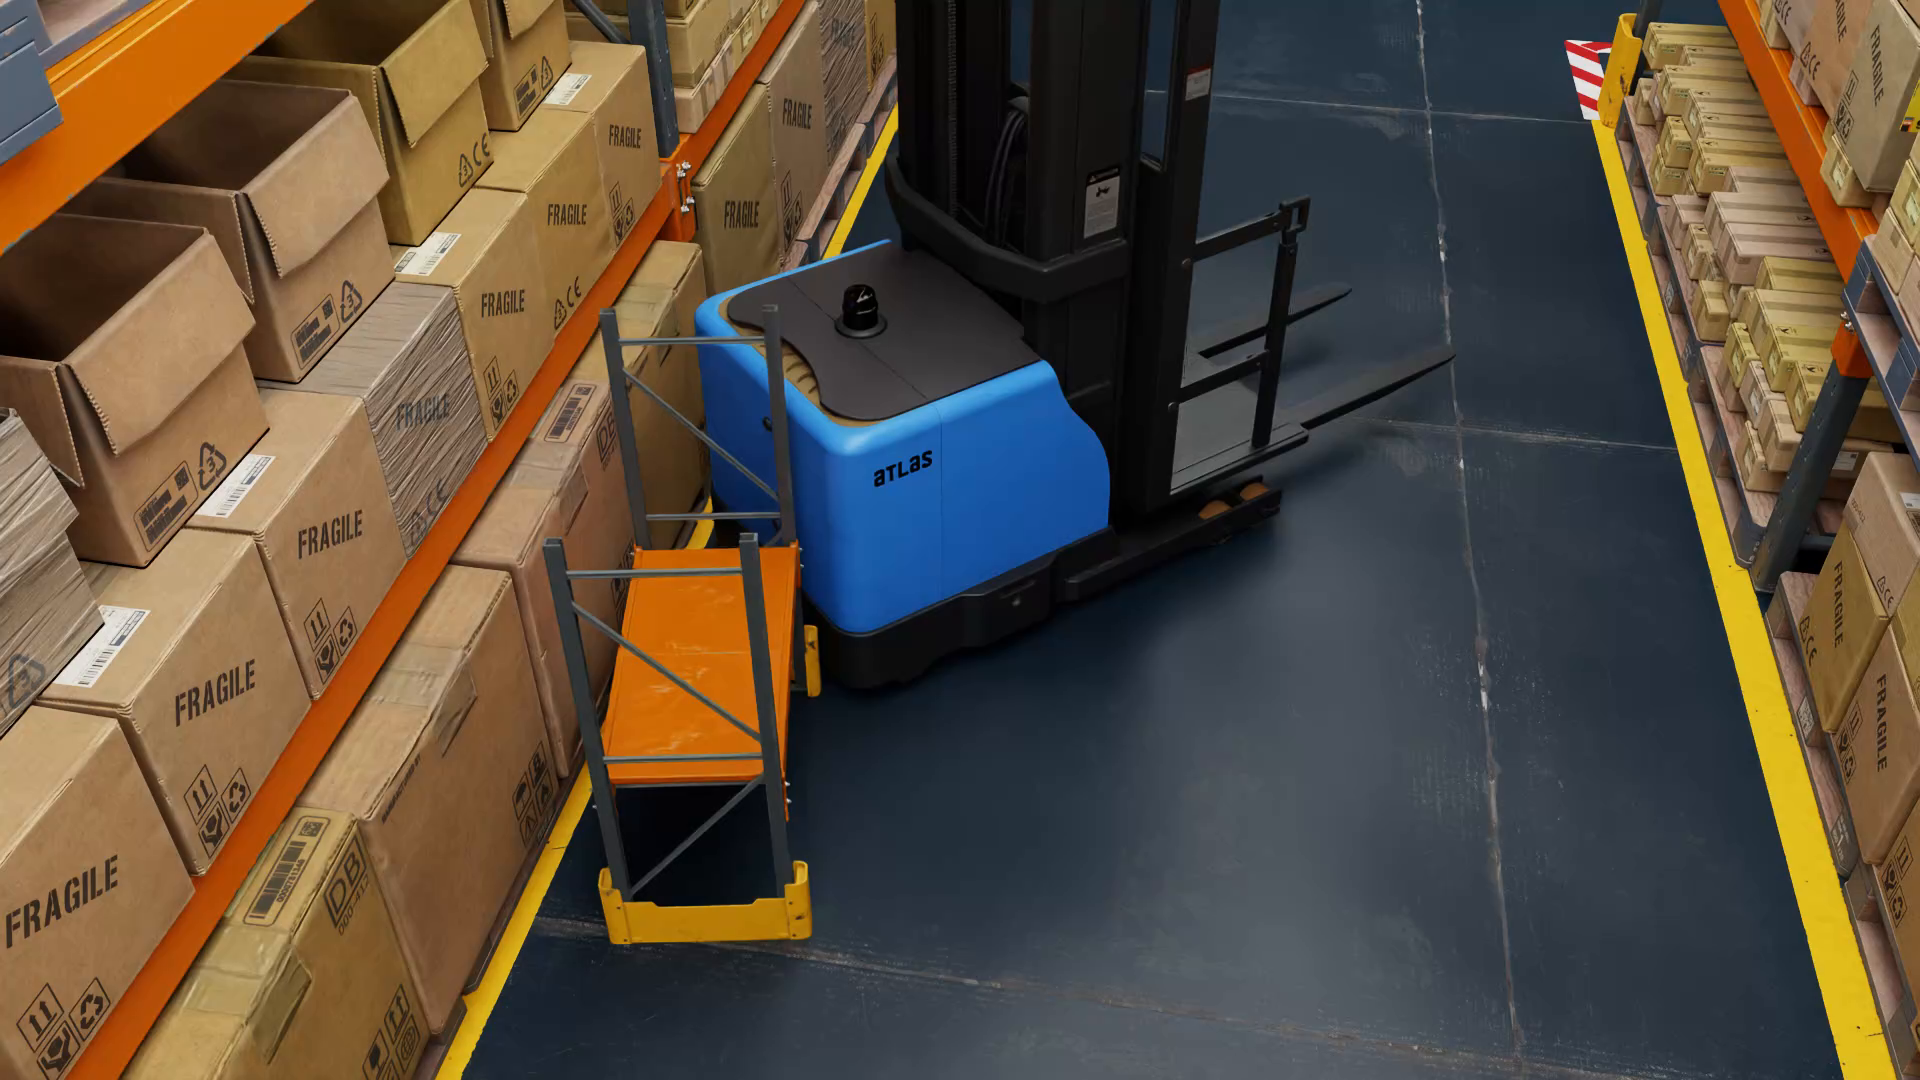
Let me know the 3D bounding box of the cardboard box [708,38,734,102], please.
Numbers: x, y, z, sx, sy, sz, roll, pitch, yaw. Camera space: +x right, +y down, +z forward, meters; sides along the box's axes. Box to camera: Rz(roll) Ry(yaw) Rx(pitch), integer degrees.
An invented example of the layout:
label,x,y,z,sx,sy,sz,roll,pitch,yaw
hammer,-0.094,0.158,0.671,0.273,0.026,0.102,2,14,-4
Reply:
label,x,y,z,sx,sy,sz,roll,pitch,yaw
cardboard box,-1.066,-1.775,6.240,0.380,0.149,0.250,5,40,6

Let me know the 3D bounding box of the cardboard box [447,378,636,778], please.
label,x,y,z,sx,sy,sz,roll,pitch,yaw
cardboard box,-1.735,0.064,5.156,1.225,0.875,0.875,5,40,6

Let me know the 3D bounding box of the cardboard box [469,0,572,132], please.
label,x,y,z,sx,sy,sz,roll,pitch,yaw
cardboard box,-1.593,-1.581,4.942,0.797,0.503,0.637,5,40,7

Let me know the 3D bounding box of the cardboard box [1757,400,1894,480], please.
label,x,y,z,sx,sy,sz,roll,pitch,yaw
cardboard box,3.119,-0.358,6.003,0.380,0.149,0.250,7,40,9

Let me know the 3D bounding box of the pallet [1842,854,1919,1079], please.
label,x,y,z,sx,sy,sz,roll,pitch,yaw
pallet,3.035,1.384,4.410,1.003,0.211,1.213,6,40,8

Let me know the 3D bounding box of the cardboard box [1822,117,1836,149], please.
label,x,y,z,sx,sy,sz,roll,pitch,yaw
cardboard box,3.239,-1.390,5.775,0.380,0.149,0.250,8,40,9

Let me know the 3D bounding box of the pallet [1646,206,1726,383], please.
label,x,y,z,sx,sy,sz,roll,pitch,yaw
pallet,3.668,-1.066,7.374,1.003,0.211,1.213,6,40,8

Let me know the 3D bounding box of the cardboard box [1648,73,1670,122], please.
label,x,y,z,sx,sy,sz,roll,pitch,yaw
cardboard box,3.623,-2.169,8.194,0.380,0.149,0.250,6,40,7

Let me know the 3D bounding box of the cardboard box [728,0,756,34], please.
label,x,y,z,sx,sy,sz,roll,pitch,yaw
cardboard box,-1.060,-2.192,6.432,0.500,0.250,0.500,6,40,7

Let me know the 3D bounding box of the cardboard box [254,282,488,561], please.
label,x,y,z,sx,sy,sz,roll,pitch,yaw
cardboard box,-1.570,-0.320,4.205,0.500,0.500,0.500,7,40,8

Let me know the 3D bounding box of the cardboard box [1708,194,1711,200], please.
label,x,y,z,sx,sy,sz,roll,pitch,yaw
cardboard box,3.558,-1.505,7.391,0.380,0.149,0.250,8,40,10

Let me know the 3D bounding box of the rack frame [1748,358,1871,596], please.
label,x,y,z,sx,sy,sz,roll,pitch,yaw
rack frame,3.377,-0.947,5.042,1.000,3.000,0.127,6,40,8

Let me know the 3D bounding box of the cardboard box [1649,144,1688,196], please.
label,x,y,z,sx,sy,sz,roll,pitch,yaw
cardboard box,3.511,-1.749,7.919,0.380,0.149,0.250,7,40,8

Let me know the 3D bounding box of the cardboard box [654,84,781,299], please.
label,x,y,z,sx,sy,sz,roll,pitch,yaw
cardboard box,-1.297,-1.306,6.813,0.875,0.875,0.875,6,40,8

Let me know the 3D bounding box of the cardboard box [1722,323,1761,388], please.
label,x,y,z,sx,sy,sz,roll,pitch,yaw
cardboard box,3.182,-0.699,6.416,0.380,0.149,0.250,5,40,6

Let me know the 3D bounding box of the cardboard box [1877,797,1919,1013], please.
label,x,y,z,sx,sy,sz,roll,pitch,yaw
cardboard box,2.821,0.951,4.378,0.500,0.500,0.500,7,40,8

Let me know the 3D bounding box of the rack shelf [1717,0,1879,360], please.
label,x,y,z,sx,sy,sz,roll,pitch,yaw
rack shelf,3.724,-1.925,6.789,1.077,0.370,4.000,6,40,8

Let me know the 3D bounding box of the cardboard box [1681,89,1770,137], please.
label,x,y,z,sx,sy,sz,roll,pitch,yaw
cardboard box,3.584,-1.964,7.712,0.380,0.149,0.250,5,40,5

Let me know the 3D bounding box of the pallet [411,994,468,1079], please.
label,x,y,z,sx,sy,sz,roll,pitch,yaw
pallet,-1.972,1.541,4.221,1.003,0.211,1.213,6,40,8

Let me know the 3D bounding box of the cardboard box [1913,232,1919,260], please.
label,x,y,z,sx,sy,sz,roll,pitch,yaw
cardboard box,2.813,-0.768,4.459,0.380,0.149,0.250,6,40,7

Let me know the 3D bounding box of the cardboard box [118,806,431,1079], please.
label,x,y,z,sx,sy,sz,roll,pitch,yaw
cardboard box,-2.042,1.179,3.808,1.225,0.875,0.875,5,40,6

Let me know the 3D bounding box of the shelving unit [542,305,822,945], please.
label,x,y,z,sx,sy,sz,roll,pitch,yaw
shelving unit,-0.746,0.247,4.774,0.587,1.500,1.083,-1,40,-2

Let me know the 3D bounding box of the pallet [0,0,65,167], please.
label,x,y,z,sx,sy,sz,roll,pitch,yaw
pallet,-2.123,-0.541,2.344,1.213,0.211,1.003,8,40,10

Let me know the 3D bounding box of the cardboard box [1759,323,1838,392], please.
label,x,y,z,sx,sy,sz,roll,pitch,yaw
cardboard box,3.188,-0.656,6.131,0.380,0.149,0.250,7,40,8

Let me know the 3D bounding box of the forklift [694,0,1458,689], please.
label,x,y,z,sx,sy,sz,roll,pitch,yaw
forklift,0.607,-1.367,5.604,3.031,2.935,1.130,-23,45,-26

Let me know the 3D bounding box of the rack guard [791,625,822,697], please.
label,x,y,z,sx,sy,sz,roll,pitch,yaw
rack guard,-0.764,0.412,5.556,0.587,0.250,0.087,-1,40,-2

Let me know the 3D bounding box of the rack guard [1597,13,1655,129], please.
label,x,y,z,sx,sy,sz,roll,pitch,yaw
rack guard,4.056,-2.447,8.817,1.175,0.500,0.348,6,40,8

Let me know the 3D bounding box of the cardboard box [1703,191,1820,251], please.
label,x,y,z,sx,sy,sz,roll,pitch,yaw
cardboard box,3.336,-1.318,6.931,0.380,0.149,0.250,5,40,6

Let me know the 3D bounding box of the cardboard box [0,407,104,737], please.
label,x,y,z,sx,sy,sz,roll,pitch,yaw
cardboard box,-2.040,0.070,2.945,0.797,0.503,0.637,8,40,9

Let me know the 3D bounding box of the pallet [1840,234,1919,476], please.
label,x,y,z,sx,sy,sz,roll,pitch,yaw
pallet,3.102,-0.410,4.542,1.003,0.211,1.213,6,40,8

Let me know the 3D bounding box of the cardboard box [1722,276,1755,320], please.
label,x,y,z,sx,sy,sz,roll,pitch,yaw
cardboard box,3.347,-1.008,6.789,0.380,0.149,0.250,7,40,9

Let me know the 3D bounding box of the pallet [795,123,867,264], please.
label,x,y,z,sx,sy,sz,roll,pitch,yaw
pallet,-1.073,-1.719,8.164,1.003,0.211,1.213,6,40,8

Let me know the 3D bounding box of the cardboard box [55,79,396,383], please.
label,x,y,z,sx,sy,sz,roll,pitch,yaw
cardboard box,-1.815,-0.760,3.949,0.797,0.503,0.637,8,40,9

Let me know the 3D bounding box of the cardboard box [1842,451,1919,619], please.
label,x,y,z,sx,sy,sz,roll,pitch,yaw
cardboard box,2.989,0.000,4.940,0.500,0.250,0.500,5,40,6

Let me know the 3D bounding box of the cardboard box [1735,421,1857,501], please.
label,x,y,z,sx,sy,sz,roll,pitch,yaw
cardboard box,3.110,-0.294,6.159,0.380,0.149,0.250,7,40,8

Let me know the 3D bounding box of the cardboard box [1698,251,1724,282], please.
label,x,y,z,sx,sy,sz,roll,pitch,yaw
cardboard box,3.400,-1.100,7.134,0.380,0.149,0.250,7,40,9

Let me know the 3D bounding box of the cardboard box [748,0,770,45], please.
label,x,y,z,sx,sy,sz,roll,pitch,yaw
cardboard box,-0.977,-2.105,6.639,0.380,0.149,0.250,5,40,6

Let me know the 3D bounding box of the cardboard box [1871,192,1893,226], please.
label,x,y,z,sx,sy,sz,roll,pitch,yaw
cardboard box,3.196,-1.056,5.370,0.380,0.149,0.250,6,40,7

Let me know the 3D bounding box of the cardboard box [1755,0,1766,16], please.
label,x,y,z,sx,sy,sz,roll,pitch,yaw
cardboard box,3.471,-2.209,6.765,0.380,0.149,0.250,8,40,9

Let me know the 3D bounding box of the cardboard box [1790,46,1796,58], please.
label,x,y,z,sx,sy,sz,roll,pitch,yaw
cardboard box,3.422,-1.877,6.364,0.380,0.149,0.250,6,40,7

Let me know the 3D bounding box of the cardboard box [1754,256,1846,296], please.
label,x,y,z,sx,sy,sz,roll,pitch,yaw
cardboard box,3.346,-0.968,6.507,0.380,0.149,0.250,8,40,9

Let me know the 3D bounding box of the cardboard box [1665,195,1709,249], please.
label,x,y,z,sx,sy,sz,roll,pitch,yaw
cardboard box,3.432,-1.432,7.535,0.380,0.149,0.250,5,40,6

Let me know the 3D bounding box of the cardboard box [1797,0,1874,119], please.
label,x,y,z,sx,sy,sz,roll,pitch,yaw
cardboard box,3.274,-1.761,5.714,0.500,0.500,0.500,5,40,6

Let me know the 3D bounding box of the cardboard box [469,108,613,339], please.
label,x,y,z,sx,sy,sz,roll,pitch,yaw
cardboard box,-1.395,-0.963,4.982,0.500,0.500,0.500,8,40,9

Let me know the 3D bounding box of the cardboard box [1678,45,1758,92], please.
label,x,y,z,sx,sy,sz,roll,pitch,yaw
cardboard box,3.715,-2.272,8.085,0.380,0.149,0.250,7,40,8

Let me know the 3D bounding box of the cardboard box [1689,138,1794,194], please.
label,x,y,z,sx,sy,sz,roll,pitch,yaw
cardboard box,3.436,-1.631,7.309,0.380,0.149,0.250,7,40,8

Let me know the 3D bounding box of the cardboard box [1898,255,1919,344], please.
label,x,y,z,sx,sy,sz,roll,pitch,yaw
cardboard box,2.814,-0.641,4.539,0.380,0.149,0.250,7,40,8

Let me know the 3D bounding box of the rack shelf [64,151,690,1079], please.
label,x,y,z,sx,sy,sz,roll,pitch,yaw
rack shelf,-1.836,-0.025,4.491,1.077,0.370,4.000,6,40,8

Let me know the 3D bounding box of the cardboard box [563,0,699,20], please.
label,x,y,z,sx,sy,sz,roll,pitch,yaw
cardboard box,-1.156,-2.176,5.823,0.500,0.500,0.500,6,40,8

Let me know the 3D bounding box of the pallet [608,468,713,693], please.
label,x,y,z,sx,sy,sz,roll,pitch,yaw
pallet,-1.550,0.010,6.073,1.003,0.211,1.213,6,40,8

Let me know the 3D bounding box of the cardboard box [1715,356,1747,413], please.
label,x,y,z,sx,sy,sz,roll,pitch,yaw
cardboard box,3.219,-0.621,6.555,0.380,0.149,0.250,5,40,6

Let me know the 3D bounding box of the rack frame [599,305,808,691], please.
label,x,y,z,sx,sy,sz,roll,pitch,yaw
rack frame,-0.764,-0.071,5.159,0.500,1.500,0.032,-1,40,-2

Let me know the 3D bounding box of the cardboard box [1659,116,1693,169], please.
label,x,y,z,sx,sy,sz,roll,pitch,yaw
cardboard box,3.517,-1.857,7.816,0.380,0.149,0.250,8,40,9

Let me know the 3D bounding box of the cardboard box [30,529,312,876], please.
label,x,y,z,sx,sy,sz,roll,pitch,yaw
cardboard box,-1.743,0.315,3.436,0.500,0.500,0.500,5,40,6

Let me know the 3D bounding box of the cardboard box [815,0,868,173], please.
label,x,y,z,sx,sy,sz,roll,pitch,yaw
cardboard box,-0.987,-2.429,8.172,0.875,0.875,0.875,6,40,8

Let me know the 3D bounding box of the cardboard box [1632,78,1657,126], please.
label,x,y,z,sx,sy,sz,roll,pitch,yaw
cardboard box,3.664,-2.227,8.498,0.380,0.149,0.250,7,40,9

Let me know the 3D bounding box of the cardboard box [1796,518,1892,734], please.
label,x,y,z,sx,sy,sz,roll,pitch,yaw
cardboard box,2.988,0.289,5.179,0.500,0.500,0.500,8,40,9

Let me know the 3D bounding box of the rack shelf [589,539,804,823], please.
label,x,y,z,sx,sy,sz,roll,pitch,yaw
rack shelf,-0.745,0.391,4.882,0.538,0.185,1.000,-1,40,-2
